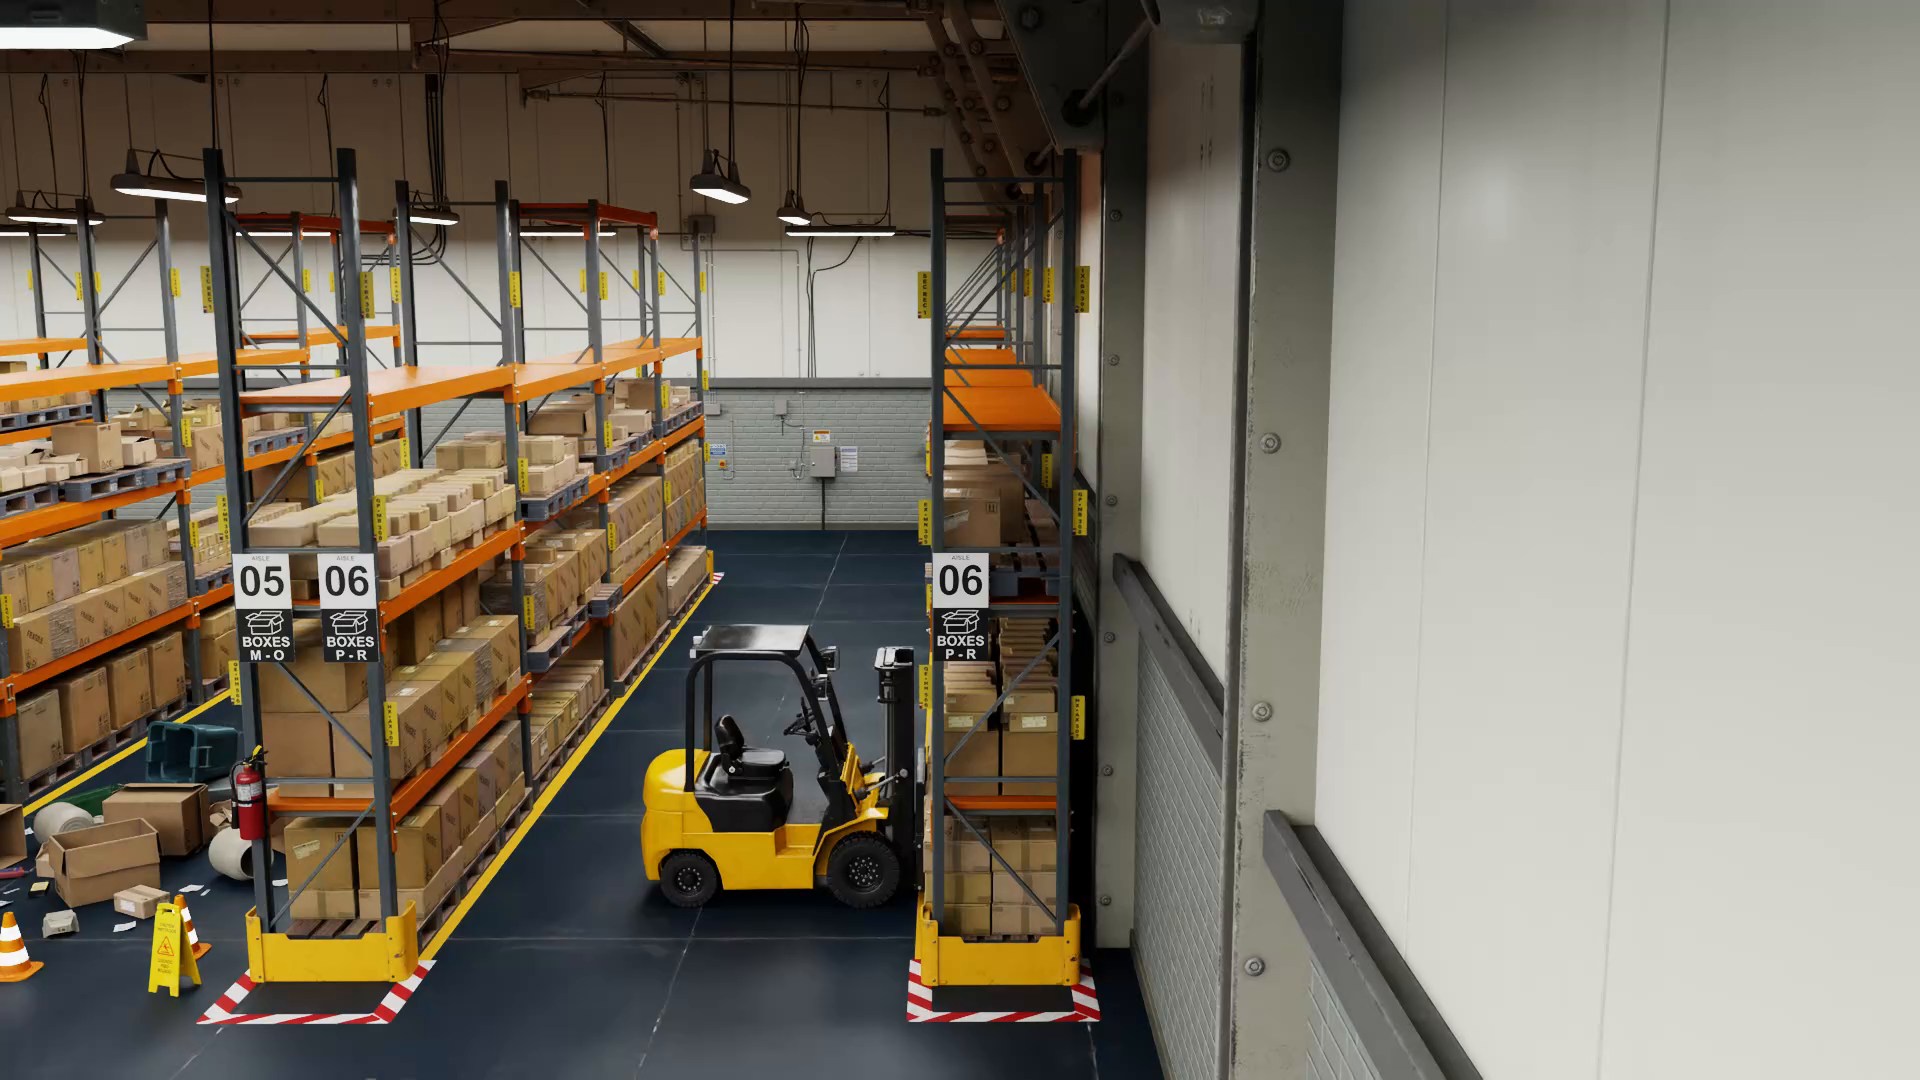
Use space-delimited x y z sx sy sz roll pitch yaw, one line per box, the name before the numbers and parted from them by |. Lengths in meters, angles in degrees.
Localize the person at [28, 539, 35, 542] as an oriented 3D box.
person | -12.288 0.816 22.185 0.603 1.683 0.868 -1 9 -7
